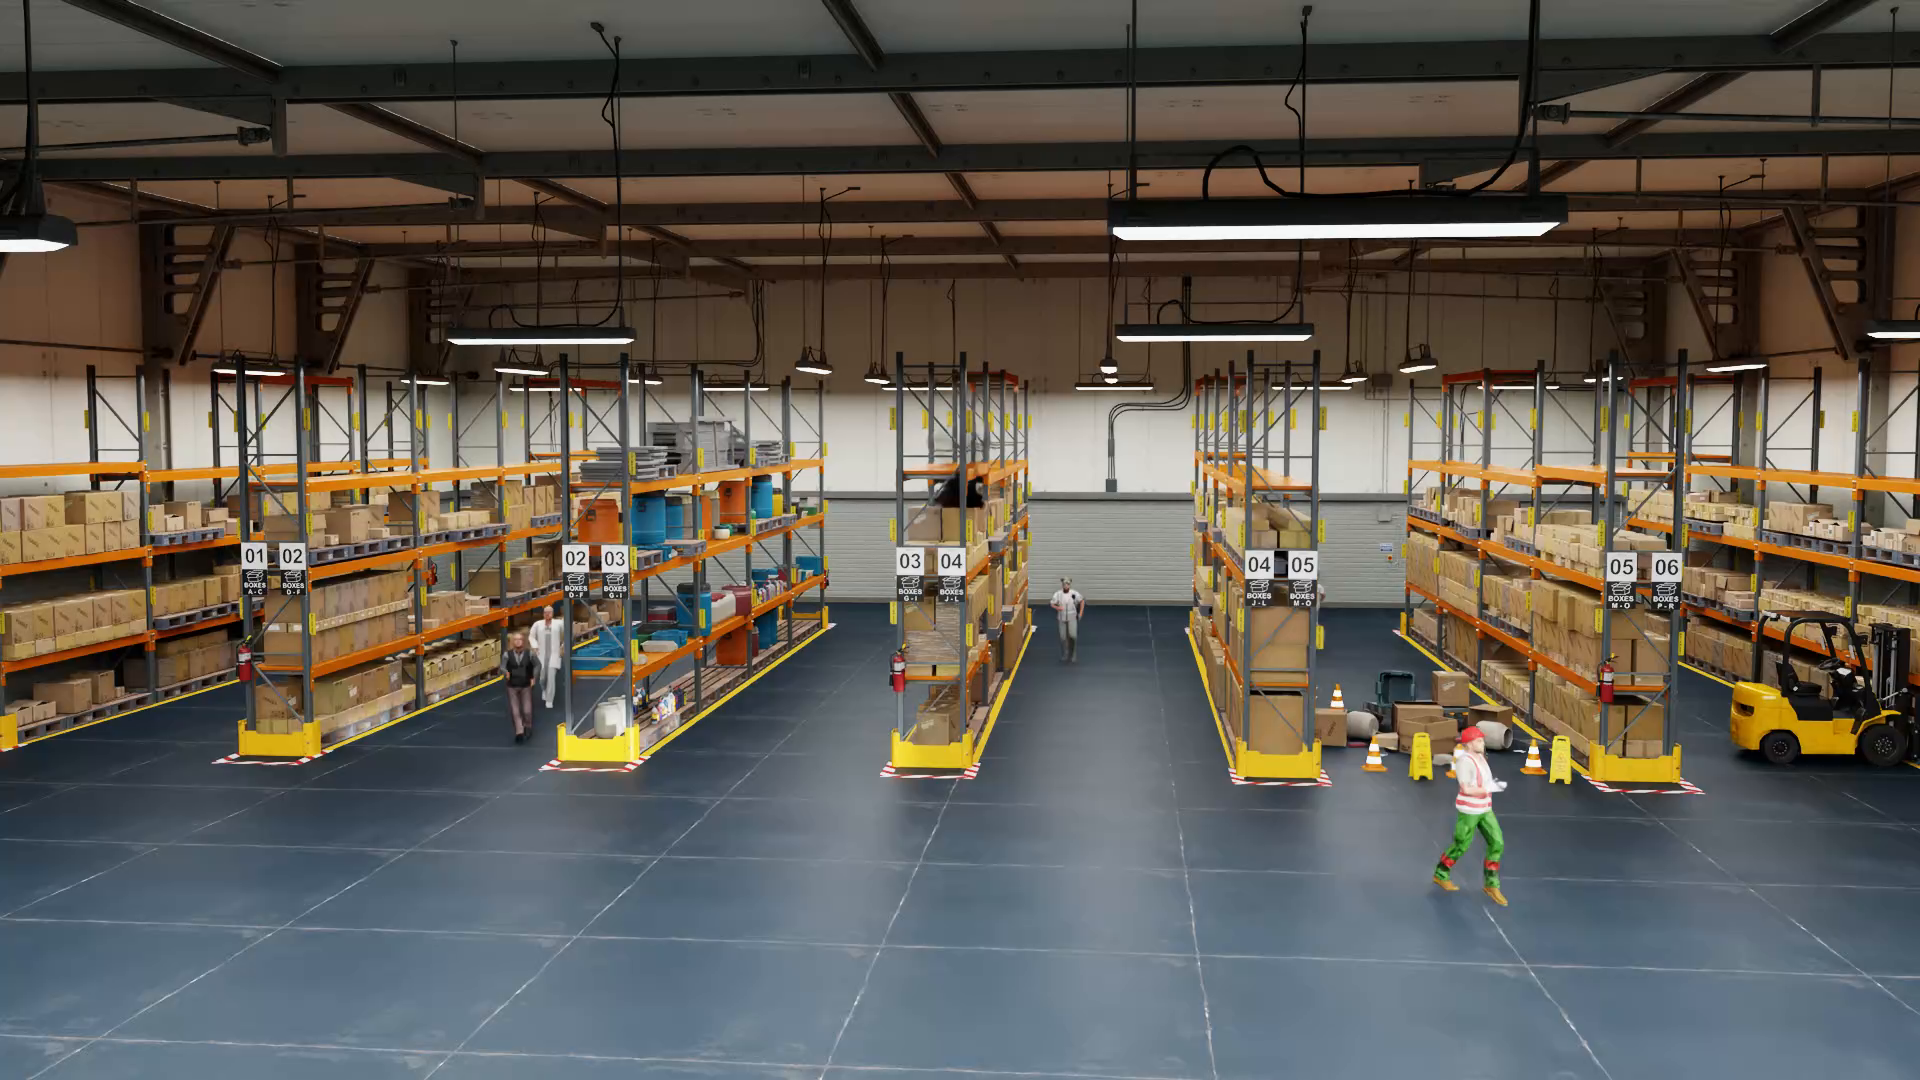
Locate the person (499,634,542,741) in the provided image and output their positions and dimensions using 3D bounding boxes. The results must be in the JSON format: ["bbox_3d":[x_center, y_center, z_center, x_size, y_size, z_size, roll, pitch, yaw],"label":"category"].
[{"bbox_3d":[-6.862,2.309,25.931,0.648,1.674,0.590,-1,4,-10],"label":"person"}]

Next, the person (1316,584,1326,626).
[{"bbox_3d":[7.897,1.539,37.289,0.546,1.624,0.554,-1,4,-8],"label":"person"}]

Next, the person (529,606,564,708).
[{"bbox_3d":[-7.245,2.045,29.389,0.738,1.765,0.770,0,4,-6],"label":"person"}]

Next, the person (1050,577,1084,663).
[{"bbox_3d":[2.221,1.665,34.575,0.700,1.803,0.692,0,4,6],"label":"person"}]

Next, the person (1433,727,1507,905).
[{"bbox_3d":[5.364,2.866,17.402,0.648,1.845,0.799,-4,6,-43],"label":"person"}]
